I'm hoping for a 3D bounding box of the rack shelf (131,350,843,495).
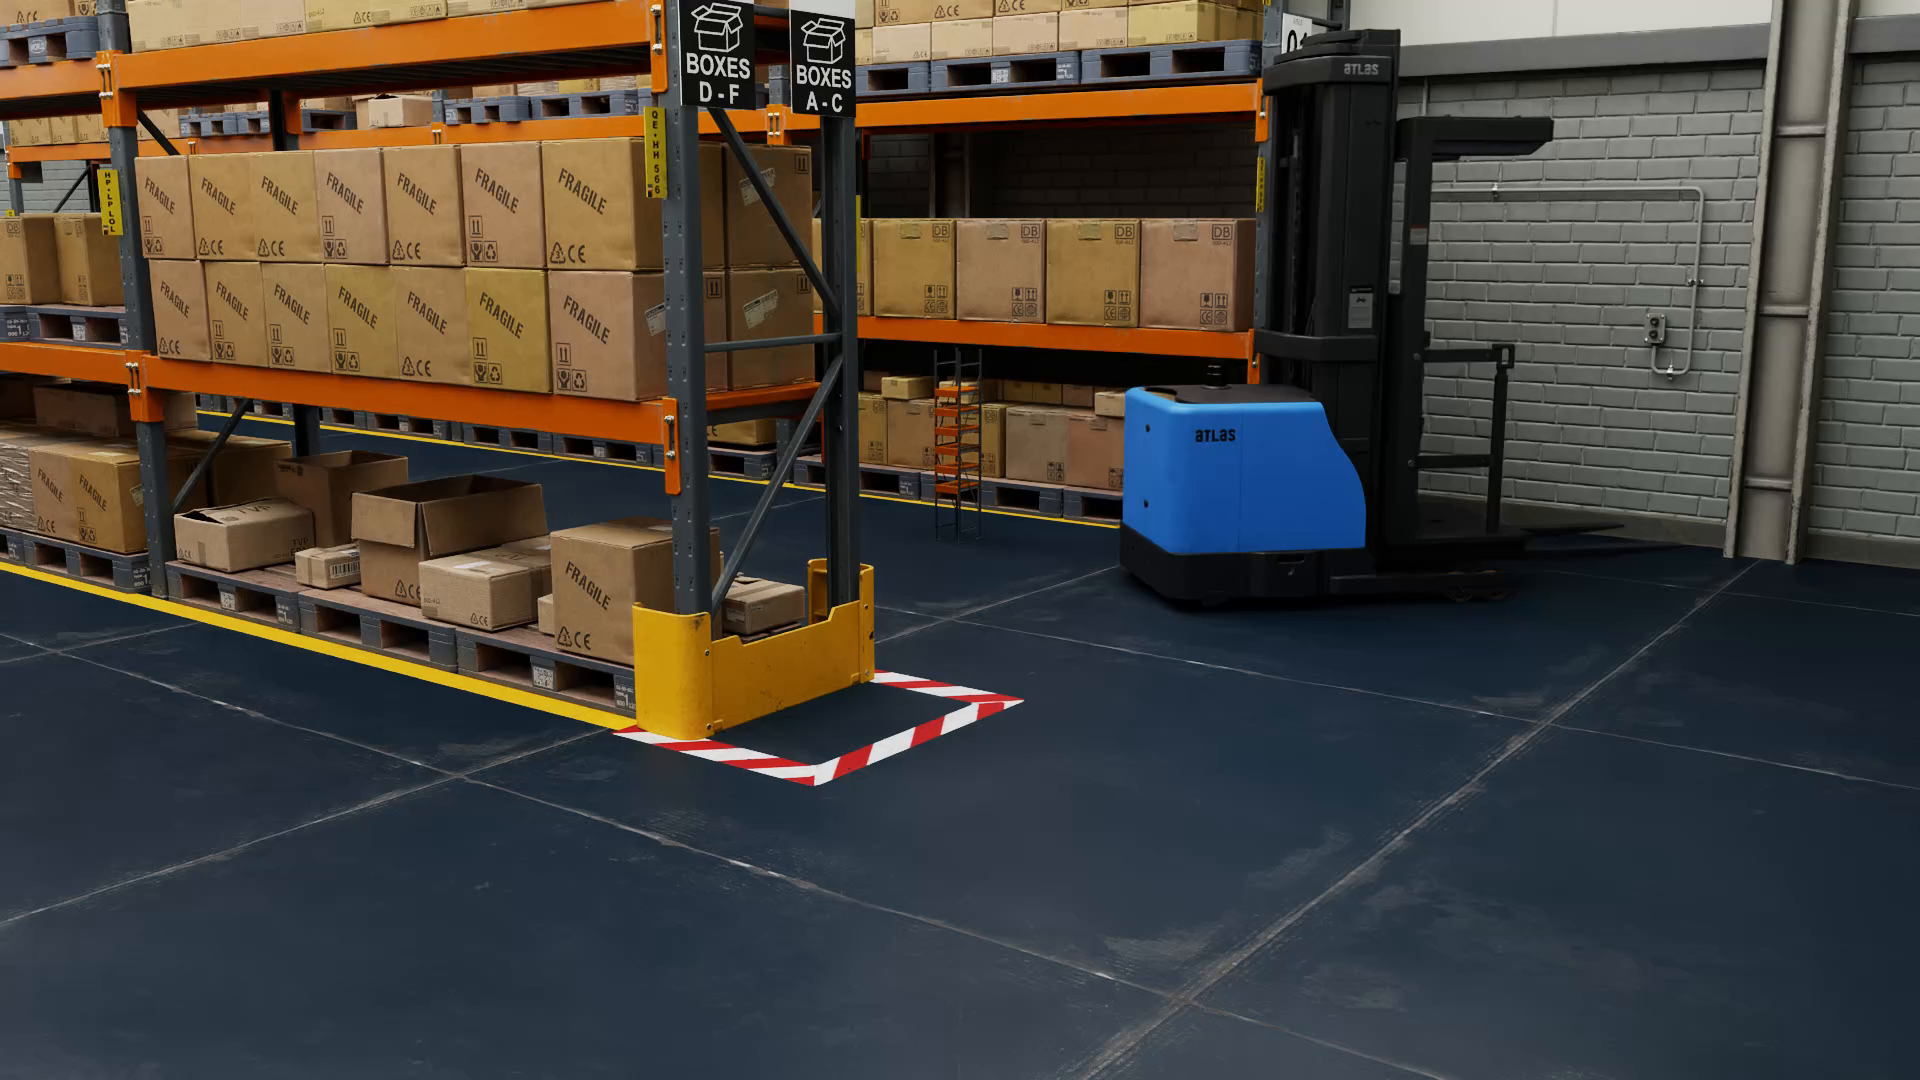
[{"bbox_3d":[-2.388,-0.657,7.921,4.000,0.370,1.077,8,13,36],"label":"rack shelf"}]

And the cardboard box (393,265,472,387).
[{"bbox_3d":[-2.117,-0.958,7.319,0.500,0.500,0.500,8,14,36],"label":"cardboard box"}]

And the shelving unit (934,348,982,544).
[{"bbox_3d":[-0.012,-0.591,10.424,0.189,1.200,0.258,8,13,36],"label":"shelving unit"}]

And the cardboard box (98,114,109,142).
[{"bbox_3d":[-8.941,-4.559,17.984,0.500,0.500,0.500,7,13,33],"label":"cardboard box"}]

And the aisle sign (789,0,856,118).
[{"bbox_3d":[-0.547,-2.099,6.636,0.004,0.787,0.394,8,13,36],"label":"aisle sign"}]

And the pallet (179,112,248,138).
[{"bbox_3d":[-7.084,-4.188,16.876,1.003,0.211,1.213,8,13,36],"label":"pallet"}]

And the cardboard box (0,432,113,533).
[{"bbox_3d":[-5.364,-0.348,9.856,0.500,0.500,0.500,8,14,36],"label":"cardboard box"}]

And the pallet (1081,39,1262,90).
[{"bbox_3d":[1.549,-3.055,10.759,1.213,0.211,1.003,8,13,36],"label":"pallet"}]

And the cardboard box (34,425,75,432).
[{"bbox_3d":[-5.487,-0.488,10.576,0.500,0.500,0.500,7,13,33],"label":"cardboard box"}]

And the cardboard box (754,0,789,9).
[{"bbox_3d":[-1.039,-2.281,6.920,0.500,0.250,0.500,8,13,36],"label":"cardboard box"}]

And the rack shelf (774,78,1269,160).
[{"bbox_3d":[0.542,-2.888,11.558,4.000,0.370,1.077,8,13,36],"label":"rack shelf"}]

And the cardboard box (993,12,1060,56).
[{"bbox_3d":[0.564,-3.356,11.108,0.500,0.250,0.500,7,13,34],"label":"cardboard box"}]

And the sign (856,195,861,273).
[{"bbox_3d":[-0.455,-1.293,7.038,0.005,0.325,0.100,8,13,36],"label":"sign"}]

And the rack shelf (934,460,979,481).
[{"bbox_3d":[-0.012,-0.429,10.455,0.180,0.103,0.258,8,13,36],"label":"rack shelf"}]

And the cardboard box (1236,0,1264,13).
[{"bbox_3d":[1.708,-3.685,10.837,0.500,0.500,0.500,7,13,33],"label":"cardboard box"}]

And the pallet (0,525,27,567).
[{"bbox_3d":[-5.665,-0.088,10.431,1.213,0.211,1.003,8,13,36],"label":"pallet"}]

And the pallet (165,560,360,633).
[{"bbox_3d":[-3.447,0.212,8.880,1.213,0.211,1.003,8,13,36],"label":"pallet"}]

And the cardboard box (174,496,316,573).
[{"bbox_3d":[-3.789,-0.050,8.814,0.500,0.311,0.500,8,13,36],"label":"cardboard box"}]

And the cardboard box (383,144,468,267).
[{"bbox_3d":[-2.125,-1.447,7.218,0.500,0.500,0.500,8,14,37],"label":"cardboard box"}]

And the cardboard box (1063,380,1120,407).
[{"bbox_3d":[0.934,-1.035,11.749,0.250,0.149,0.380,8,14,36],"label":"cardboard box"}]

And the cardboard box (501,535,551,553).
[{"bbox_3d":[-1.852,0.132,8.032,0.500,0.250,0.500,8,13,36],"label":"cardboard box"}]

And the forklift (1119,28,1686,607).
[{"bbox_3d":[2.474,-1.204,9.037,3.031,2.935,1.130,-2,11,-10],"label":"forklift"}]

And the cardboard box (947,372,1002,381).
[{"bbox_3d":[0.111,-1.149,12.342,0.250,0.149,0.380,7,13,34],"label":"cardboard box"}]

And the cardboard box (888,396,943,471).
[{"bbox_3d":[-0.125,-0.816,12.325,0.500,0.500,0.700,8,13,35],"label":"cardboard box"}]

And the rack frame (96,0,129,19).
[{"bbox_3d":[-4.000,-4.180,8.445,0.127,3.000,1.000,8,13,36],"label":"rack frame"}]

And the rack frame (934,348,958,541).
[{"bbox_3d":[-0.085,-0.601,10.477,0.006,1.200,0.240,8,13,36],"label":"rack frame"}]

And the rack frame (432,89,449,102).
[{"bbox_3d":[-4.295,-5.389,14.692,0.127,3.000,1.000,8,13,36],"label":"rack frame"}]

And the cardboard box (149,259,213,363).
[{"bbox_3d":[-3.750,-1.185,8.494,0.500,0.500,0.500,8,14,37],"label":"cardboard box"}]

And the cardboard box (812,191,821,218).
[{"bbox_3d":[-1.287,-2.658,13.300,0.500,0.250,0.500,8,14,37],"label":"cardboard box"}]

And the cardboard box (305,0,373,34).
[{"bbox_3d":[-2.546,-2.372,7.393,0.500,0.250,0.500,8,13,36],"label":"cardboard box"}]

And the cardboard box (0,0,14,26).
[{"bbox_3d":[-5.439,-3.229,9.795,0.600,0.600,0.600,7,13,33],"label":"cardboard box"}]

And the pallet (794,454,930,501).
[{"bbox_3d":[-0.504,-0.527,12.698,1.213,0.211,1.003,8,13,36],"label":"pallet"}]

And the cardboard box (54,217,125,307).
[{"bbox_3d":[-4.841,-1.645,9.768,0.700,0.500,0.500,-11,15,-44],"label":"cardboard box"}]

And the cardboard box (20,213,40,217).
[{"bbox_3d":[-10.536,-3.547,19.337,0.500,0.500,0.500,8,14,36],"label":"cardboard box"}]

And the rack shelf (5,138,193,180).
[{"bbox_3d":[-9.131,-4.237,18.532,4.000,0.370,1.077,8,13,36],"label":"rack shelf"}]

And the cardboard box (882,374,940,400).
[{"bbox_3d":[-0.360,-1.125,12.214,0.250,0.149,0.380,9,14,37],"label":"cardboard box"}]

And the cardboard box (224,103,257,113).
[{"bbox_3d":[-7.125,-4.547,16.871,0.500,0.500,0.500,11,15,44],"label":"cardboard box"}]

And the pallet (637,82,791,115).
[{"bbox_3d":[-1.839,-3.468,13.164,1.217,0.209,0.805,7,13,33],"label":"pallet"}]

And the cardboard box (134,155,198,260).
[{"bbox_3d":[-3.786,-1.679,8.414,0.500,0.500,0.500,8,14,37],"label":"cardboard box"}]

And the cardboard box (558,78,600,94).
[{"bbox_3d":[-2.973,-4.020,14.091,0.500,0.500,0.700,9,14,38],"label":"cardboard box"}]

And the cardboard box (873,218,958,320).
[{"bbox_3d":[-0.058,-1.994,12.152,0.700,0.700,0.980,8,13,34],"label":"cardboard box"}]

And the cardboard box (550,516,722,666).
[{"bbox_3d":[-1.360,0.203,7.007,0.500,0.500,0.500,8,13,36],"label":"cardboard box"}]

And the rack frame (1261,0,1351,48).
[{"bbox_3d":[2.154,-4.489,10.043,0.127,3.000,1.000,8,13,36],"label":"rack frame"}]

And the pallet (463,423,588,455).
[{"bbox_3d":[-3.704,-0.974,15.009,1.213,0.211,1.003,8,13,36],"label":"pallet"}]

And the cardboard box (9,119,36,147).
[{"bbox_3d":[-10.621,-4.798,19.222,0.500,0.500,0.500,8,14,37],"label":"cardboard box"}]

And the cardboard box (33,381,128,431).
[{"bbox_3d":[-5.456,-0.852,10.486,0.500,0.250,0.500,8,13,34],"label":"cardboard box"}]

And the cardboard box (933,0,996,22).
[{"bbox_3d":[0.157,-3.781,11.333,0.500,0.500,0.500,8,14,36],"label":"cardboard box"}]
